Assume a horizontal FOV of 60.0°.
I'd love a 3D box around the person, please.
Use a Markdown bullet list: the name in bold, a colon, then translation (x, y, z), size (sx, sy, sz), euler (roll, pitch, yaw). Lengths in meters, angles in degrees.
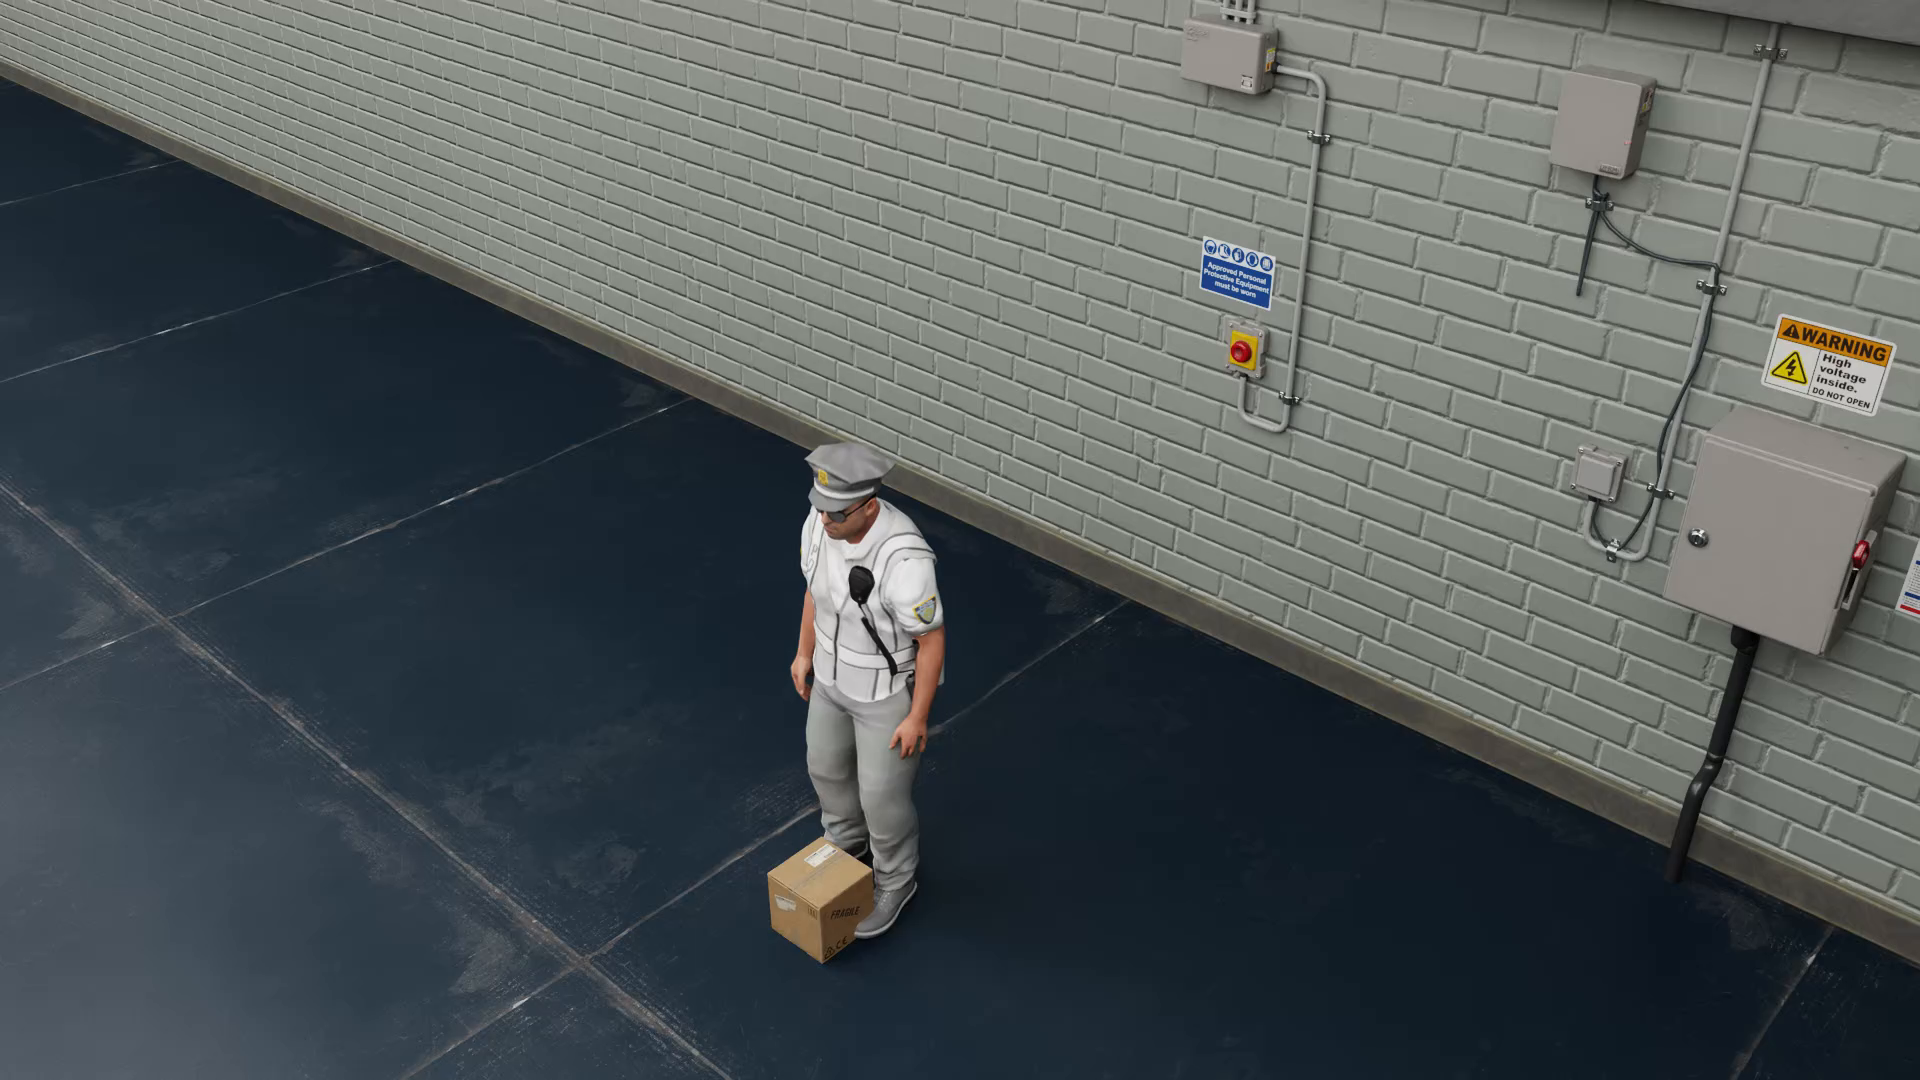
- **person**: translation (-0.299, 0.462, 5.362), size (0.585, 1.747, 0.465), euler (25, 39, 35)
